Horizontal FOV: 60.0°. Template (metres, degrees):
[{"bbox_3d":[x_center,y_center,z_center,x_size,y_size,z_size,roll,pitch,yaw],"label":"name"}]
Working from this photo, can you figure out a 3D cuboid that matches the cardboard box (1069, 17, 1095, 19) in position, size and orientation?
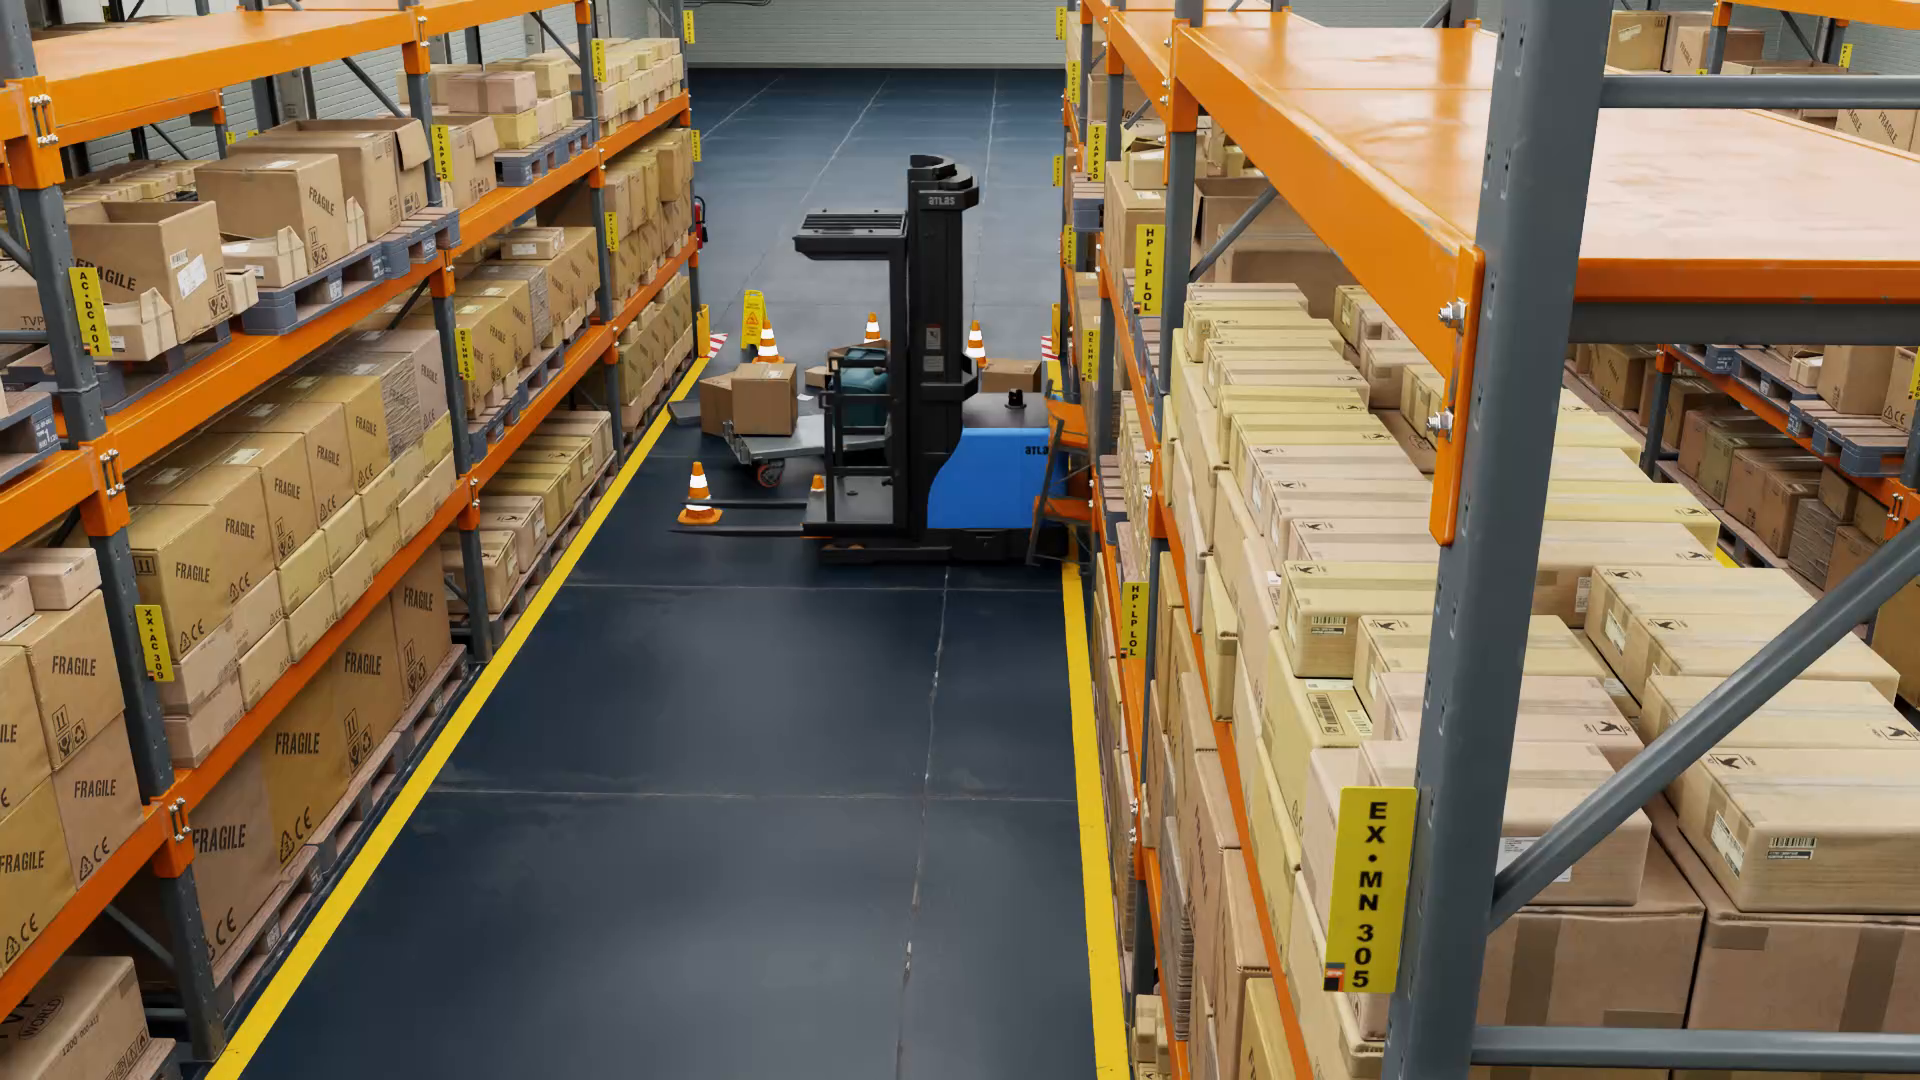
[{"bbox_3d":[1.246,-4.983,16.105,0.380,0.149,0.250,1,21,2],"label":"cardboard box"}]

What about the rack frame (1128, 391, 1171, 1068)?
[{"bbox_3d":[1.234,0.859,6.667,1.000,3.000,0.127,1,21,2],"label":"rack frame"}]

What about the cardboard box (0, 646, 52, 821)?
[{"bbox_3d":[-3.479,0.686,5.594,0.500,0.500,0.500,0,21,1],"label":"cardboard box"}]

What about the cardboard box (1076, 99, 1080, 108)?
[{"bbox_3d":[1.169,-3.692,13.880,0.380,0.149,0.250,1,21,1],"label":"cardboard box"}]

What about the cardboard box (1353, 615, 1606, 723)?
[{"bbox_3d":[0.941,0.254,3.046,0.380,0.149,0.250,0,21,0],"label":"cardboard box"}]

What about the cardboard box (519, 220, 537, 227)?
[{"bbox_3d":[-3.700,-2.586,14.997,0.500,0.500,0.500,1,21,3],"label":"cardboard box"}]

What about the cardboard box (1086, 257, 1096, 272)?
[{"bbox_3d":[1.477,-2.237,14.439,0.875,0.550,0.550,1,21,2],"label":"cardboard box"}]

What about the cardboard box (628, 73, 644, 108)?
[{"bbox_3d":[-3.152,-4.042,14.949,0.500,0.250,0.500,1,21,2],"label":"cardboard box"}]

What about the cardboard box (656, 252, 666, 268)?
[{"bbox_3d":[-3.118,-2.779,16.393,0.380,0.149,0.250,0,21,1],"label":"cardboard box"}]

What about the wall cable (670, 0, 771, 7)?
[{"bbox_3d":[-6.912,-16.556,47.549,3.097,2.526,0.112,1,21,2],"label":"wall cable"}]

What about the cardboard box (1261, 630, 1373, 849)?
[{"bbox_3d":[0.886,0.390,3.247,0.500,0.250,0.500,0,21,0],"label":"cardboard box"}]

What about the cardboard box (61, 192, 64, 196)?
[{"bbox_3d":[-8.656,-3.173,15.615,0.380,0.149,0.250,0,21,1],"label":"cardboard box"}]

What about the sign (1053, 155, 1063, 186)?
[{"bbox_3d":[1.044,-3.928,17.700,0.100,0.325,0.005,1,21,2],"label":"sign"}]

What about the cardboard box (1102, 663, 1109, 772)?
[{"bbox_3d":[1.056,1.003,9.172,0.500,0.500,0.500,0,21,0],"label":"cardboard box"}]

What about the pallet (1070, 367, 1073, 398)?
[{"bbox_3d":[1.613,-1.449,16.473,1.003,0.211,1.213,1,21,2],"label":"pallet"}]

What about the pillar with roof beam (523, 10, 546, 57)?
[{"bbox_3d":[-4.385,-12.566,32.976,9.100,9.000,0.400,1,21,2],"label":"pillar with roof beam"}]

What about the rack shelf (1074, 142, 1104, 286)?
[{"bbox_3d":[1.416,-2.373,11.846,1.077,0.370,4.000,1,21,2],"label":"rack shelf"}]

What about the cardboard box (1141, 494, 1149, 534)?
[{"bbox_3d":[1.091,-0.115,8.123,0.380,0.149,0.250,0,21,-1],"label":"cardboard box"}]

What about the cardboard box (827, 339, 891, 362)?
[{"bbox_3d":[-0.875,-1.671,16.639,0.797,0.503,0.637,-16,26,-35],"label":"cardboard box"}]

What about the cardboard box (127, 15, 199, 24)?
[{"bbox_3d":[-8.083,-5.075,16.959,0.500,0.500,0.500,1,21,3],"label":"cardboard box"}]

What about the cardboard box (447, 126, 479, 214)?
[{"bbox_3d":[-3.556,-2.392,10.763,0.700,0.500,0.500,1,21,2],"label":"cardboard box"}]

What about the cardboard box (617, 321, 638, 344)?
[{"bbox_3d":[-3.122,-1.872,14.994,0.380,0.149,0.250,1,21,2],"label":"cardboard box"}]

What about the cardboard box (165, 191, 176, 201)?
[{"bbox_3d":[-8.071,-3.399,16.607,0.380,0.149,0.250,0,21,0],"label":"cardboard box"}]

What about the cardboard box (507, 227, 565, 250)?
[{"bbox_3d":[-3.270,-2.316,12.824,0.380,0.149,0.250,0,21,0],"label":"cardboard box"}]

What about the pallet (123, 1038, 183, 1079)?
[{"bbox_3d":[-3.818,2.416,6.512,1.003,0.211,1.213,1,21,2],"label":"pallet"}]

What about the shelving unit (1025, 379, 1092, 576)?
[{"bbox_3d":[0.823,-0.487,12.491,0.538,1.125,1.048,10,21,-5],"label":"shelving unit"}]

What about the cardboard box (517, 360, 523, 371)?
[{"bbox_3d":[-3.375,-1.289,11.971,0.380,0.149,0.250,1,21,4],"label":"cardboard box"}]

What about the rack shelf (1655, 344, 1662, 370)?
[{"bbox_3d":[6.493,-2.330,15.881,1.077,0.370,4.000,1,21,2],"label":"rack shelf"}]

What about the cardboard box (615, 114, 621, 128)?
[{"bbox_3d":[-3.211,-3.717,14.663,0.380,0.149,0.250,1,21,3],"label":"cardboard box"}]

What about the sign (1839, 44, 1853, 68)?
[{"bbox_3d":[6.987,-3.760,13.168,0.100,0.325,0.005,1,21,2],"label":"sign"}]

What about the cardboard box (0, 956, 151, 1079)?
[{"bbox_3d":[-3.843,2.066,6.519,0.875,0.438,0.875,0,21,1],"label":"cardboard box"}]

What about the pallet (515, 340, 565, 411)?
[{"bbox_3d":[-3.576,-1.232,12.321,1.003,0.211,1.213,1,21,2],"label":"pallet"}]

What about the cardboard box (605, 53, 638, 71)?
[{"bbox_3d":[-3.173,-4.377,15.262,0.380,0.149,0.250,1,21,3],"label":"cardboard box"}]

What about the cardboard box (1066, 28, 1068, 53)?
[{"bbox_3d":[1.328,-5.017,16.744,0.500,0.250,0.500,1,21,2],"label":"cardboard box"}]

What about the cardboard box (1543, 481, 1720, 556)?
[{"bbox_3d":[1.470,-0.022,3.758,0.380,0.149,0.250,1,21,3],"label":"cardboard box"}]

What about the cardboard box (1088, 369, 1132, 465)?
[{"bbox_3d":[1.101,-0.799,10.804,0.500,0.500,0.500,1,21,2],"label":"cardboard box"}]

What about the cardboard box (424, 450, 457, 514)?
[{"bbox_3d":[-3.351,-0.349,9.989,0.500,0.250,0.500,0,21,0],"label":"cardboard box"}]

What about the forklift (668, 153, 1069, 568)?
[{"bbox_3d":[-0.697,-1.352,12.460,3.031,2.935,1.130,0,21,0],"label":"forklift"}]

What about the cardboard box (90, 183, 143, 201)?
[{"bbox_3d":[-8.154,-3.352,16.074,0.380,0.149,0.250,1,21,2],"label":"cardboard box"}]

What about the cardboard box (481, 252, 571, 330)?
[{"bbox_3d":[-3.294,-1.897,12.641,0.500,0.500,0.500,1,21,3],"label":"cardboard box"}]

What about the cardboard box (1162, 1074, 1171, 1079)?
[{"bbox_3d":[0.985,2.074,6.486,0.380,0.149,0.250,1,21,2],"label":"cardboard box"}]

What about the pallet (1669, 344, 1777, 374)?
[{"bbox_3d":[6.263,-1.578,13.214,1.003,0.211,1.213,1,21,2],"label":"pallet"}]

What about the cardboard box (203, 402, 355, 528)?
[{"bbox_3d":[-3.401,-0.380,8.340,0.500,0.500,0.500,0,21,1],"label":"cardboard box"}]

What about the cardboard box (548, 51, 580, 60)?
[{"bbox_3d":[-3.644,-4.474,15.512,0.380,0.149,0.250,1,21,3],"label":"cardboard box"}]

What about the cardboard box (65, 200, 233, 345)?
[{"bbox_3d":[-3.400,-1.115,6.890,0.500,0.500,0.500,0,21,1],"label":"cardboard box"}]

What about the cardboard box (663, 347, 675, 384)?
[{"bbox_3d":[-3.142,-1.739,16.586,0.500,0.250,0.500,0,21,0],"label":"cardboard box"}]

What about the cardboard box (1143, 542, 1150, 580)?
[{"bbox_3d":[1.079,0.118,7.933,0.380,0.149,0.250,0,21,-1],"label":"cardboard box"}]

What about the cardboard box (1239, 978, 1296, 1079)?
[{"bbox_3d":[0.893,1.303,3.593,0.500,0.500,0.500,0,21,0],"label":"cardboard box"}]

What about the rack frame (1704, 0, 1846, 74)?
[{"bbox_3d":[6.432,-4.739,12.802,1.000,3.000,0.127,1,21,2],"label":"rack frame"}]

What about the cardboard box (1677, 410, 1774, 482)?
[{"bbox_3d":[6.392,-0.760,13.688,0.700,0.500,0.500,-1,21,-3],"label":"cardboard box"}]

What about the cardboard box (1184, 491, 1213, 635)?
[{"bbox_3d":[0.915,0.065,4.776,0.500,0.250,0.500,2,21,4],"label":"cardboard box"}]

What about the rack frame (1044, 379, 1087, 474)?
[{"bbox_3d":[0.811,-0.676,12.963,0.500,1.125,0.032,10,21,-5],"label":"rack frame"}]

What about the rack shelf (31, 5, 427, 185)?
[{"bbox_3d":[-3.656,-2.157,7.694,1.077,0.370,4.000,1,21,2],"label":"rack shelf"}]

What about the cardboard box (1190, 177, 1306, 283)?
[{"bbox_3d":[1.412,-1.340,7.466,0.797,0.503,0.637,0,21,1],"label":"cardboard box"}]
